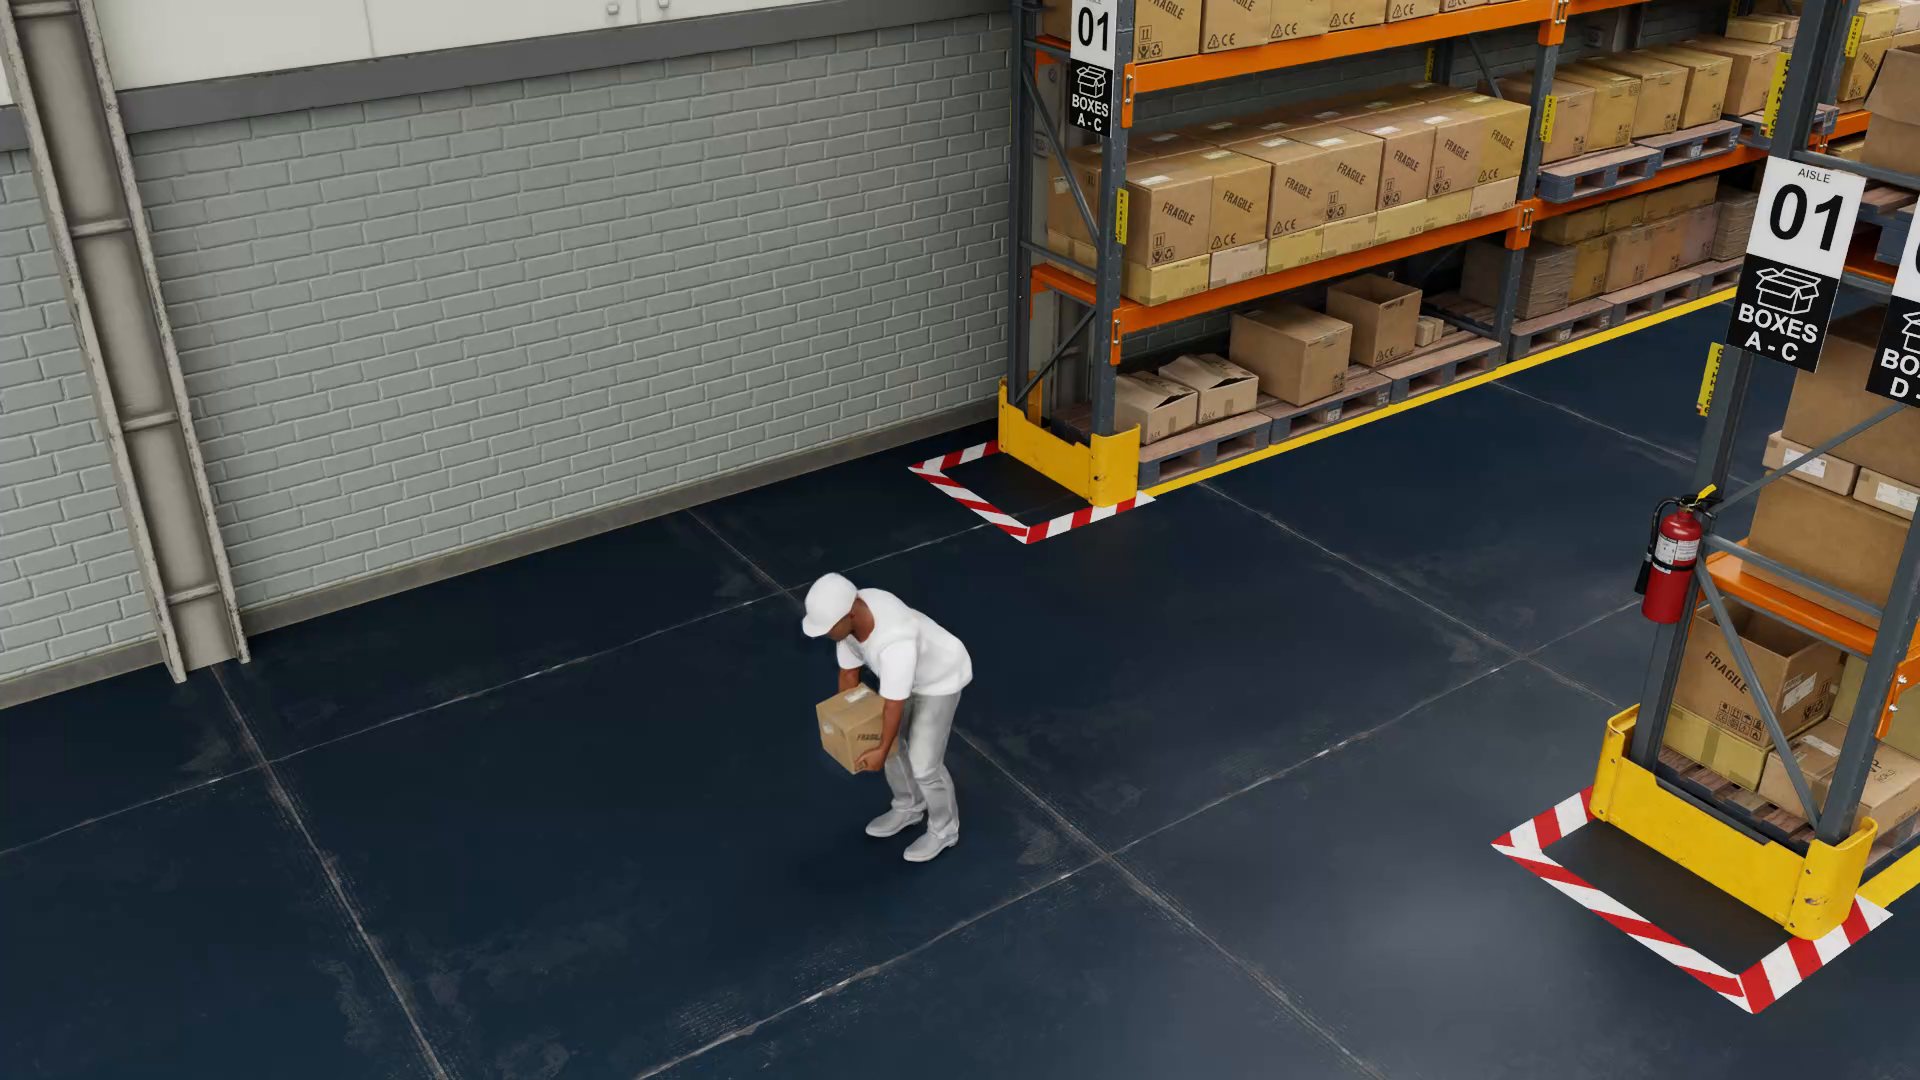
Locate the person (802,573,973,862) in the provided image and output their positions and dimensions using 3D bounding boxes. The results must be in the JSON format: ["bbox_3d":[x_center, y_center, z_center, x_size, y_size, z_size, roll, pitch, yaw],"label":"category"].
[{"bbox_3d":[-0.326,0.759,7.416,0.799,1.554,0.477,-19,34,-32],"label":"person"}]
